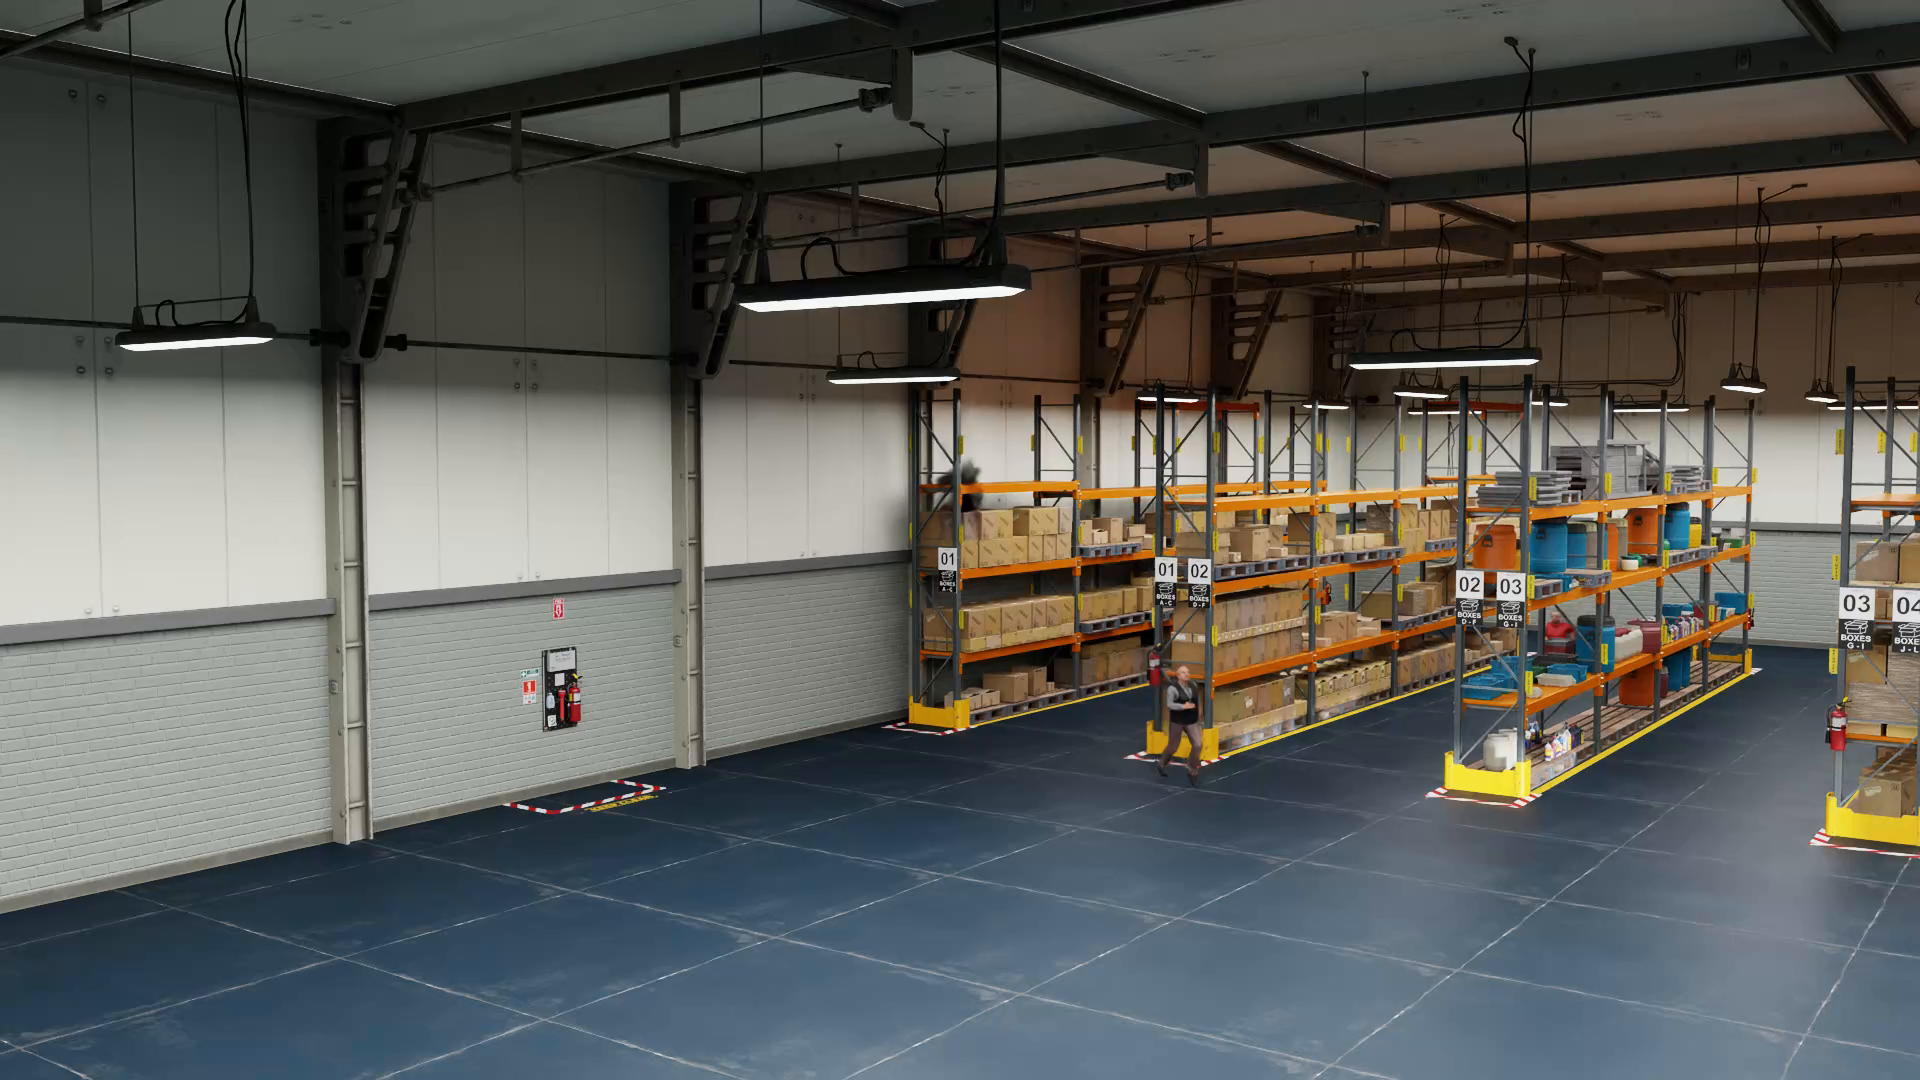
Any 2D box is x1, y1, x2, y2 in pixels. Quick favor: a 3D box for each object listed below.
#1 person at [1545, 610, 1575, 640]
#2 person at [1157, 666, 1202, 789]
[{"bbox_3d":[11.788,2.265,32.899,0.608,1.764,0.909,2,4,35],"label":"person"},{"bbox_3d":[3.285,2.736,24.531,0.664,1.773,0.897,-1,3,-21],"label":"person"}]
